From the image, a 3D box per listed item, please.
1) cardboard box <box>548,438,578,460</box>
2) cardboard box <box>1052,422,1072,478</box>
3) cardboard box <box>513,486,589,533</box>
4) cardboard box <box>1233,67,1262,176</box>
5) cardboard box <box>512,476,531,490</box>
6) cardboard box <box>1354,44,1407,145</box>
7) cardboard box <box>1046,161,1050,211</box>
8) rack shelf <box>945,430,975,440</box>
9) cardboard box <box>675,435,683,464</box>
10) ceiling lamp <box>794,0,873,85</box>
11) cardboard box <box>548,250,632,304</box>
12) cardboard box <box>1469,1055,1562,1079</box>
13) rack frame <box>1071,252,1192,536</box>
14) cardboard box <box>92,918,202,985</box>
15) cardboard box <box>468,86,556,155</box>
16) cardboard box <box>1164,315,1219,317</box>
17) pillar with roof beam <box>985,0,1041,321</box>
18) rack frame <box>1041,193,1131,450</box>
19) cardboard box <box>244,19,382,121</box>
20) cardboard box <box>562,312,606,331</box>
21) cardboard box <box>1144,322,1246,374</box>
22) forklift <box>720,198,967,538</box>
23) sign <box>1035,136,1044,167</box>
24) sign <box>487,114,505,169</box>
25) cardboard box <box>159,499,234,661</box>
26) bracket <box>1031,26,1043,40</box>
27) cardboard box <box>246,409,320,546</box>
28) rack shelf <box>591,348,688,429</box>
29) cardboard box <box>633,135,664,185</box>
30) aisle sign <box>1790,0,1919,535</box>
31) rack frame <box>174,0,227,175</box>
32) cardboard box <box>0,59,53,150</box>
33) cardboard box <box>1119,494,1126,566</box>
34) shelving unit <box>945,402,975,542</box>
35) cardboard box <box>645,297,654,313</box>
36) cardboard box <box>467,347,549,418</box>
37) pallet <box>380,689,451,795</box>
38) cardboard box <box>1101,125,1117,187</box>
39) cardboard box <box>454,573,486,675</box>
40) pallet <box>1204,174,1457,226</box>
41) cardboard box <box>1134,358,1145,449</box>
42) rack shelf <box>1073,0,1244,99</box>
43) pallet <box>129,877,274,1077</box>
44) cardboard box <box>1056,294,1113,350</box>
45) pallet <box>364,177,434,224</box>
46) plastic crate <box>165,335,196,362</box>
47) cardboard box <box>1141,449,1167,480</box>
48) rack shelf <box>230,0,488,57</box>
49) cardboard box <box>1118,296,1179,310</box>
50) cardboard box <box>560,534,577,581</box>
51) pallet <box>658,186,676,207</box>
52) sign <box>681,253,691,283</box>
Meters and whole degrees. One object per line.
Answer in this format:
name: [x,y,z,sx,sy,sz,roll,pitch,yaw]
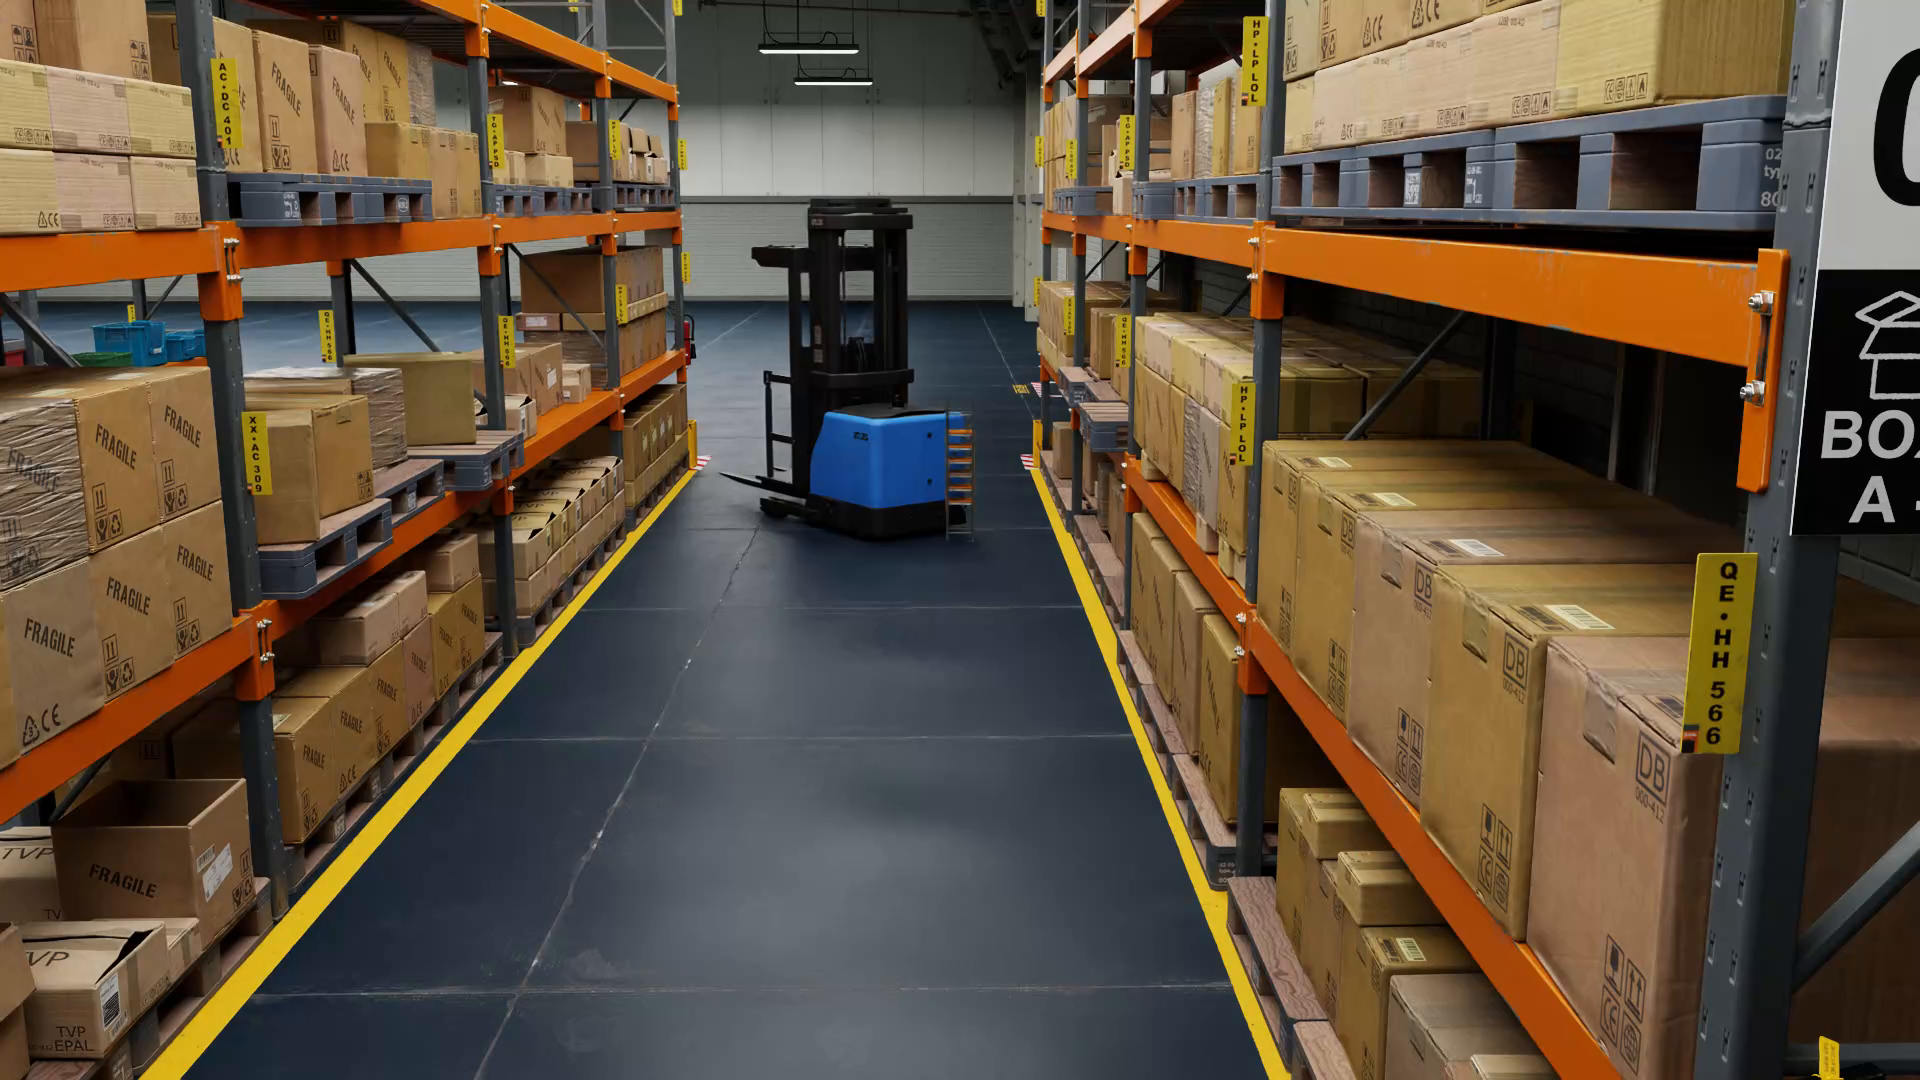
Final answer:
cardboard box: [-3.687,-0.916,15.504,0.500,0.500,0.500,0,11,-1]
cardboard box: [1.311,-0.909,16.677,0.700,0.500,0.500,-1,12,-5]
cardboard box: [-3.134,-0.251,12.701,0.500,0.311,0.500,0,11,-2]
cardboard box: [1.673,-1.951,7.729,0.700,0.500,0.500,0,11,-2]
cardboard box: [-3.684,-0.347,13.175,0.500,0.311,0.500,-1,11,-3]
cardboard box: [1.422,-1.240,4.653,0.500,0.250,0.500,-1,11,-3]
cardboard box: [1.142,-3.670,17.261,0.500,0.500,0.500,1,11,3]
rack shelf: [0.000,-0.900,14.391,0.258,0.103,0.180,0,11,-1]
cardboard box: [-3.214,-0.948,17.549,0.500,0.250,0.500,0,11,-1]
ceiling lamp: [-3.211,-13.156,42.093,2.000,3.185,0.800,0,11,-1]
cardboard box: [-3.497,-2.473,15.689,0.700,0.500,0.500,0,11,-1]
cardboard box: [1.435,1.352,3.952,0.380,0.149,0.250,0,11,0]
rack frame: [1.492,-1.521,14.511,1.000,3.000,0.127,0,11,-1]
cardboard box: [-2.932,1.458,5.890,0.380,0.149,0.250,0,11,-1]
cardboard box: [-3.452,-3.234,12.845,0.500,0.500,0.500,1,12,4]
cardboard box: [1.538,-1.377,10.811,0.380,0.149,0.250,-2,12,-9]
pillar with roof beam: [-2.511,-9.874,40.594,9.100,9.000,0.548,0,11,-1]
rack frame: [1.409,-2.316,18.430,1.000,3.000,0.127,0,11,-1]
cardboard box: [-3.354,-2.424,8.653,0.500,0.500,0.500,0,11,-1]
cardboard box: [-3.272,-1.921,14.600,0.380,0.149,0.250,0,11,-1]
cardboard box: [1.338,-1.100,9.499,0.500,0.250,0.500,0,11,-2]
forklift: [-1.234,-1.695,15.544,1.130,2.935,3.031,-9,14,-37]
sign: [0.867,-4.212,18.034,0.100,0.325,0.005,0,11,-1]
sign: [-2.835,-2.430,10.147,0.100,0.325,0.005,0,11,-1]
cardboard box: [-3.028,0.140,6.074,0.500,0.500,0.500,0,11,0]
bracket: [1.570,-10.379,34.031,0.235,0.232,0.430,0,11,-1]
cardboard box: [-3.081,-0.259,6.986,0.700,0.500,0.500,-4,12,-20]
rack shelf: [-3.502,-1.545,16.438,1.077,0.370,4.000,0,11,-1]
cardboard box: [-3.535,-3.976,17.399,0.797,0.503,0.637,1,11,3]
aisle sign: [1.442,-0.394,2.418,0.394,0.787,0.004,0,11,-1]
rack frame: [-3.295,-2.850,5.972,1.000,3.000,0.127,0,11,-1]
cardboard box: [-2.999,-1.257,4.785,0.500,0.250,0.500,0,11,-1]
cardboard box: [1.575,-0.061,12.494,0.700,0.500,0.500,0,11,-1]
shelving unit: [0.000,-0.591,14.454,0.258,1.200,0.189,0,11,-1]
cardboard box: [-3.324,-2.382,16.871,0.380,0.149,0.250,0,11,1]
cardboard box: [-3.440,-1.192,12.637,0.500,0.500,0.500,0,11,-1]
pallet: [-3.378,1.053,8.840,1.003,0.211,1.213,0,11,-1]
cardboard box: [1.423,-3.137,13.624,0.500,0.500,0.500,1,12,7]
cardboard box: [-3.124,0.490,9.781,0.500,0.500,0.500,0,11,1]
pallet: [1.589,-1.489,7.291,0.805,0.209,1.217,-1,11,-3]
cardboard box: [1.329,-0.833,10.069,0.500,0.500,0.500,0,11,1]
rack shelf: [1.533,-3.515,12.066,1.077,0.370,4.000,0,11,-1]
pallet: [-3.282,1.594,6.173,1.003,0.211,1.213,0,11,-1]
cardboard box: [1.157,-2.017,15.395,0.500,0.500,0.500,0,11,-1]
pallet: [-3.263,-1.624,7.946,1.213,0.211,1.003,0,11,-1]
plastic crate: [-8.178,-1.975,17.124,0.499,0.251,0.408,0,11,-1]
cardboard box: [1.267,-0.443,9.778,0.380,0.149,0.250,0,11,1]
rack shelf: [-3.336,-2.699,8.043,1.077,0.370,4.000,0,11,-1]
cardboard box: [1.691,-1.919,14.914,0.500,0.500,0.500,-1,11,-2]
cardboard box: [-3.123,0.129,12.240,0.500,0.250,0.500,-1,11,-3]
pallet: [-3.554,-3.581,17.344,1.003,0.211,1.213,0,11,-1]
sign: [-3.000,-2.978,18.185,0.100,0.325,0.005,0,11,-1]
